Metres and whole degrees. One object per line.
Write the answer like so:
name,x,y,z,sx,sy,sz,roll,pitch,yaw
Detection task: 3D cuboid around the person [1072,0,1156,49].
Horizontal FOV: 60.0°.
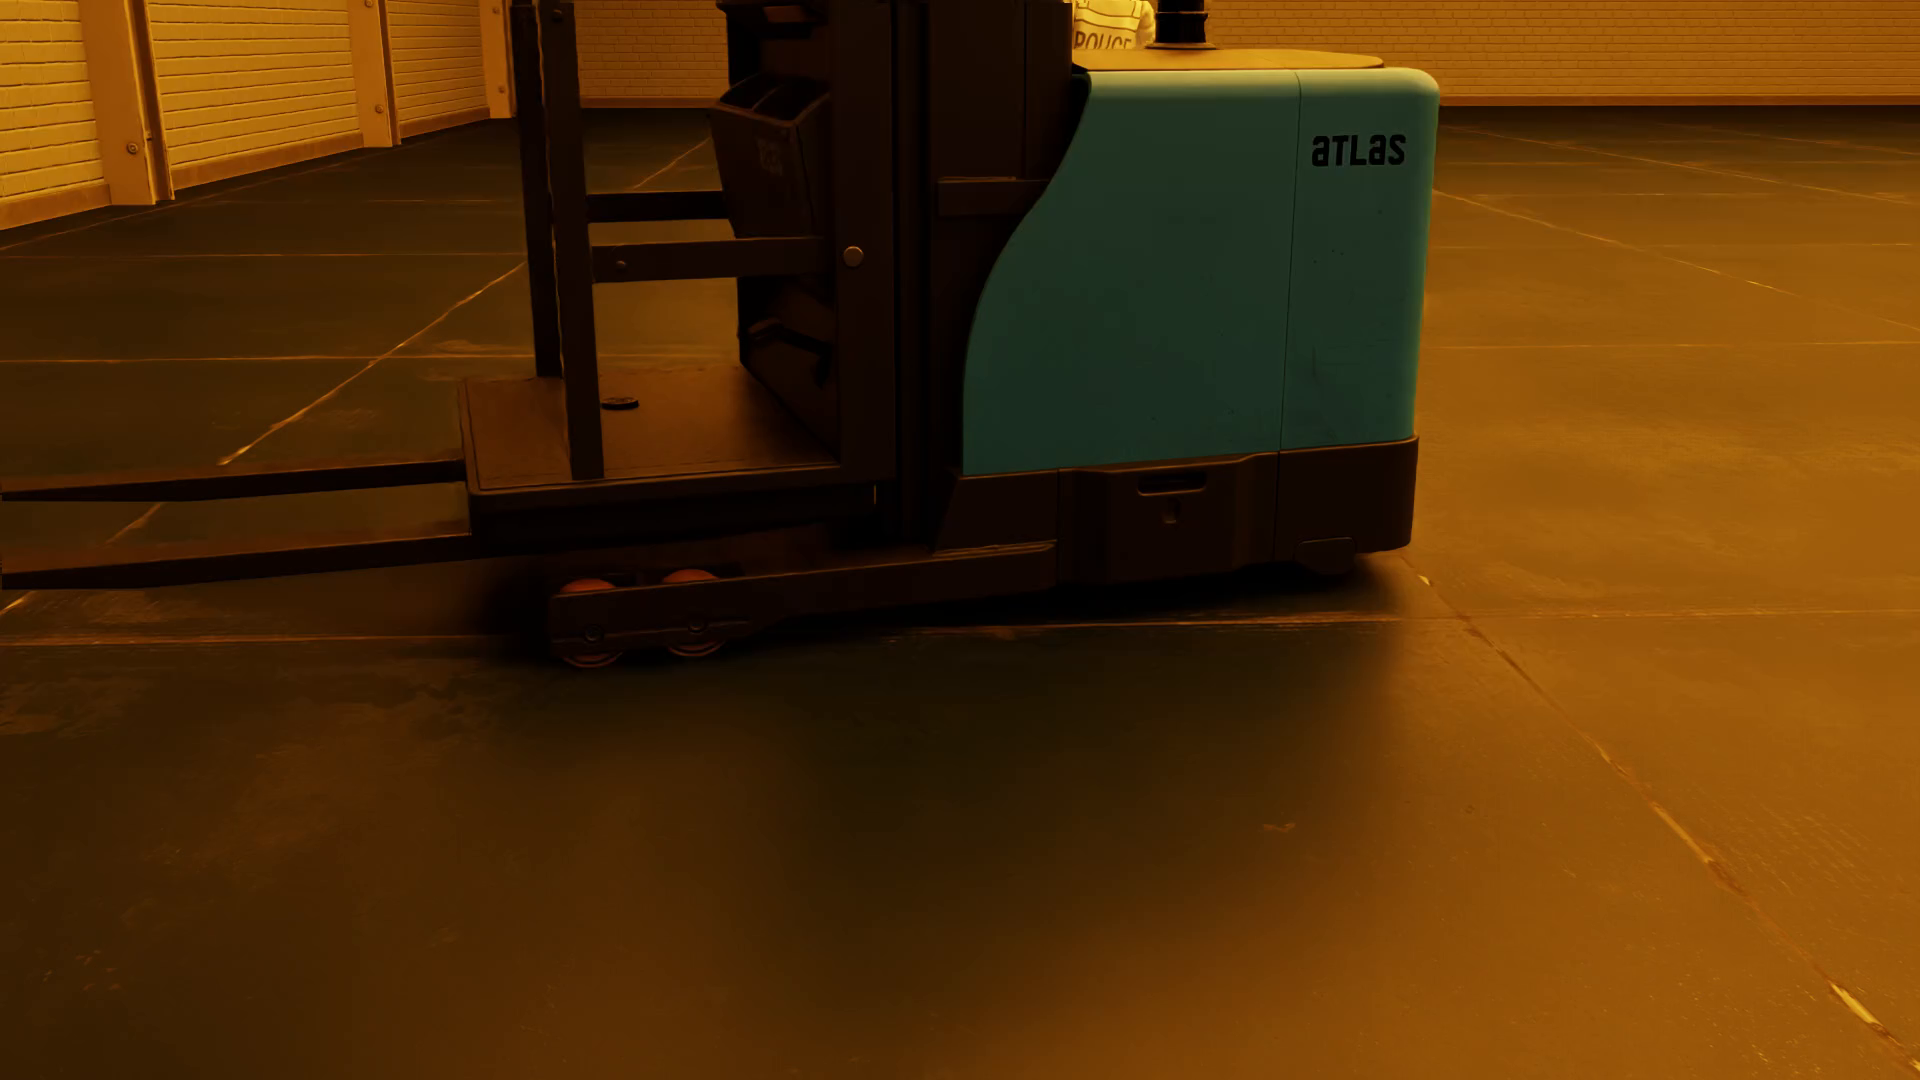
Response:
person,0.558,-1.859,7.339,0.633,1.613,0.681,1,17,2

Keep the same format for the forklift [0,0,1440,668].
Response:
forklift,-0.579,-1.333,3.264,3.031,2.935,1.130,-5,18,-17
